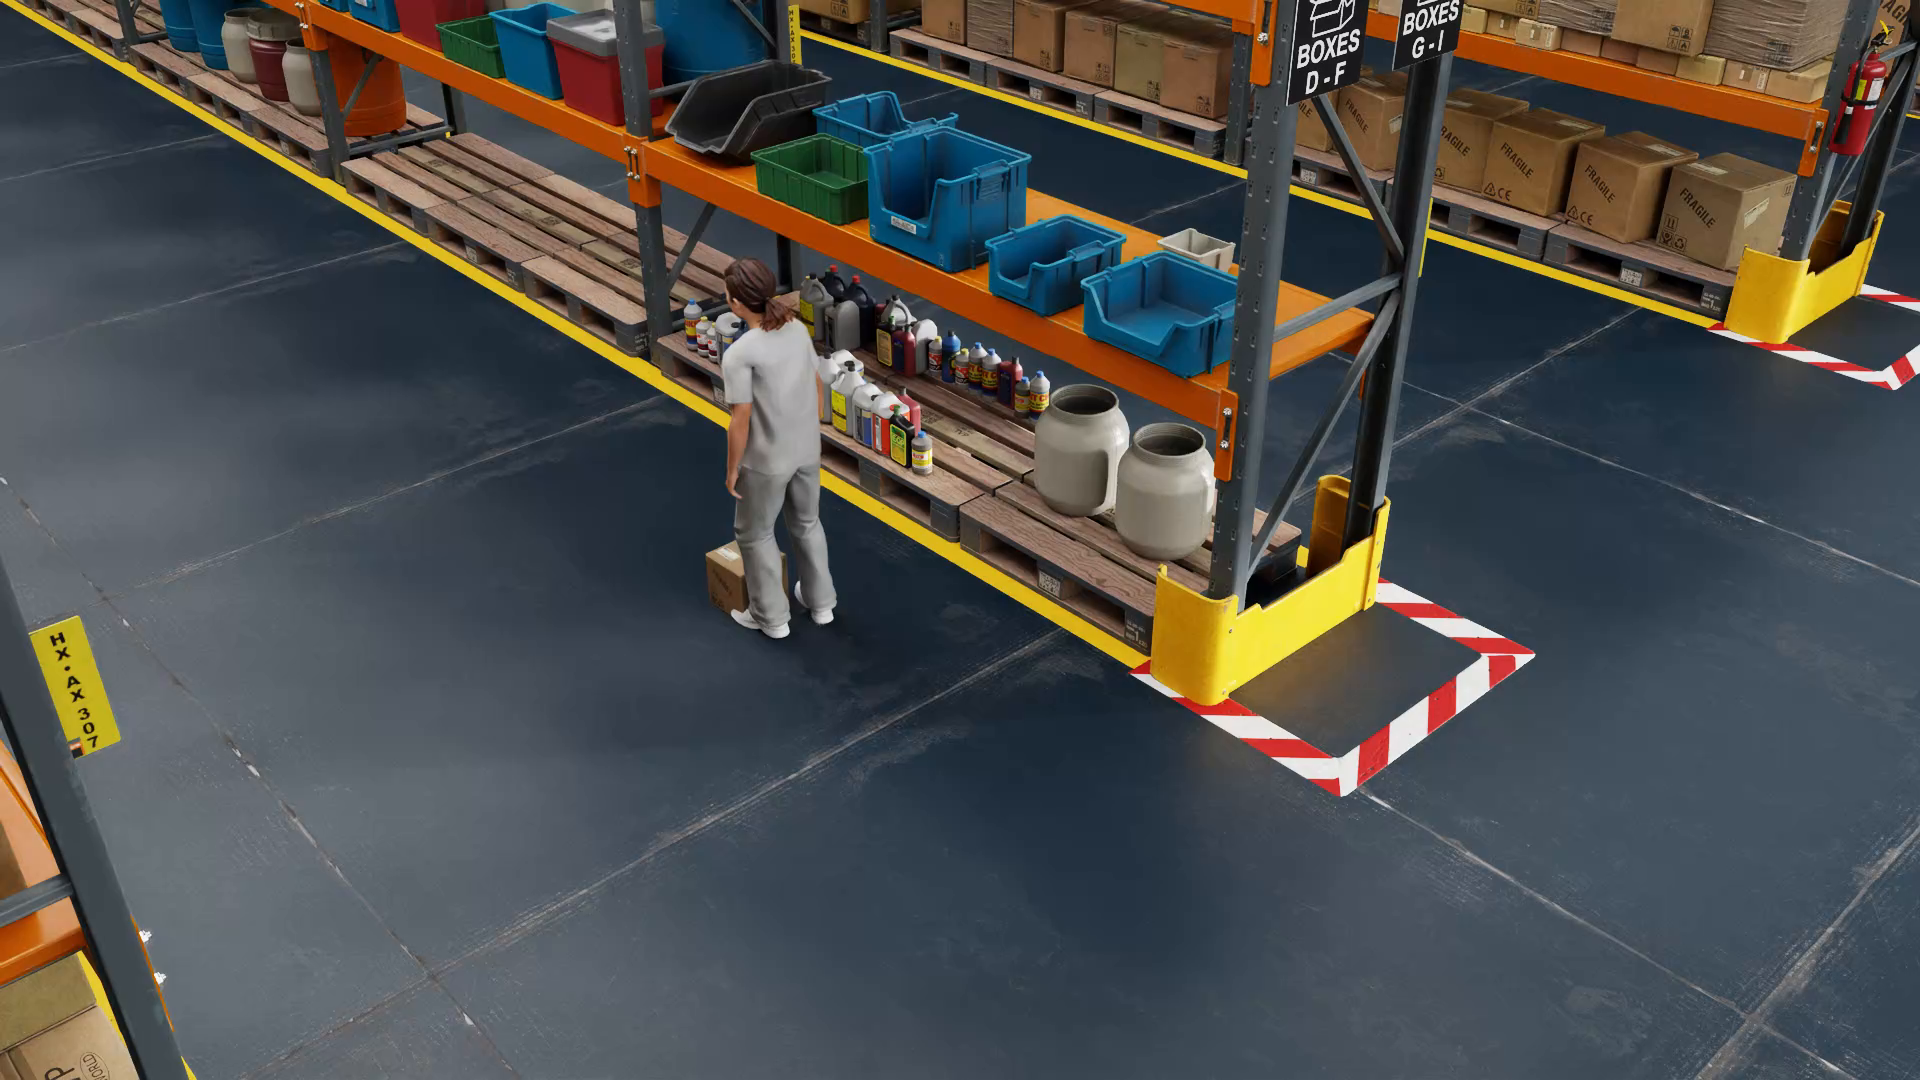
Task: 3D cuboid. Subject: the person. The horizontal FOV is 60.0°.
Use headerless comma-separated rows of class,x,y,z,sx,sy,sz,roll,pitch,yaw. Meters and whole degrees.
person,-0.764,-0.353,6.707,0.414,1.671,0.502,27,41,36
